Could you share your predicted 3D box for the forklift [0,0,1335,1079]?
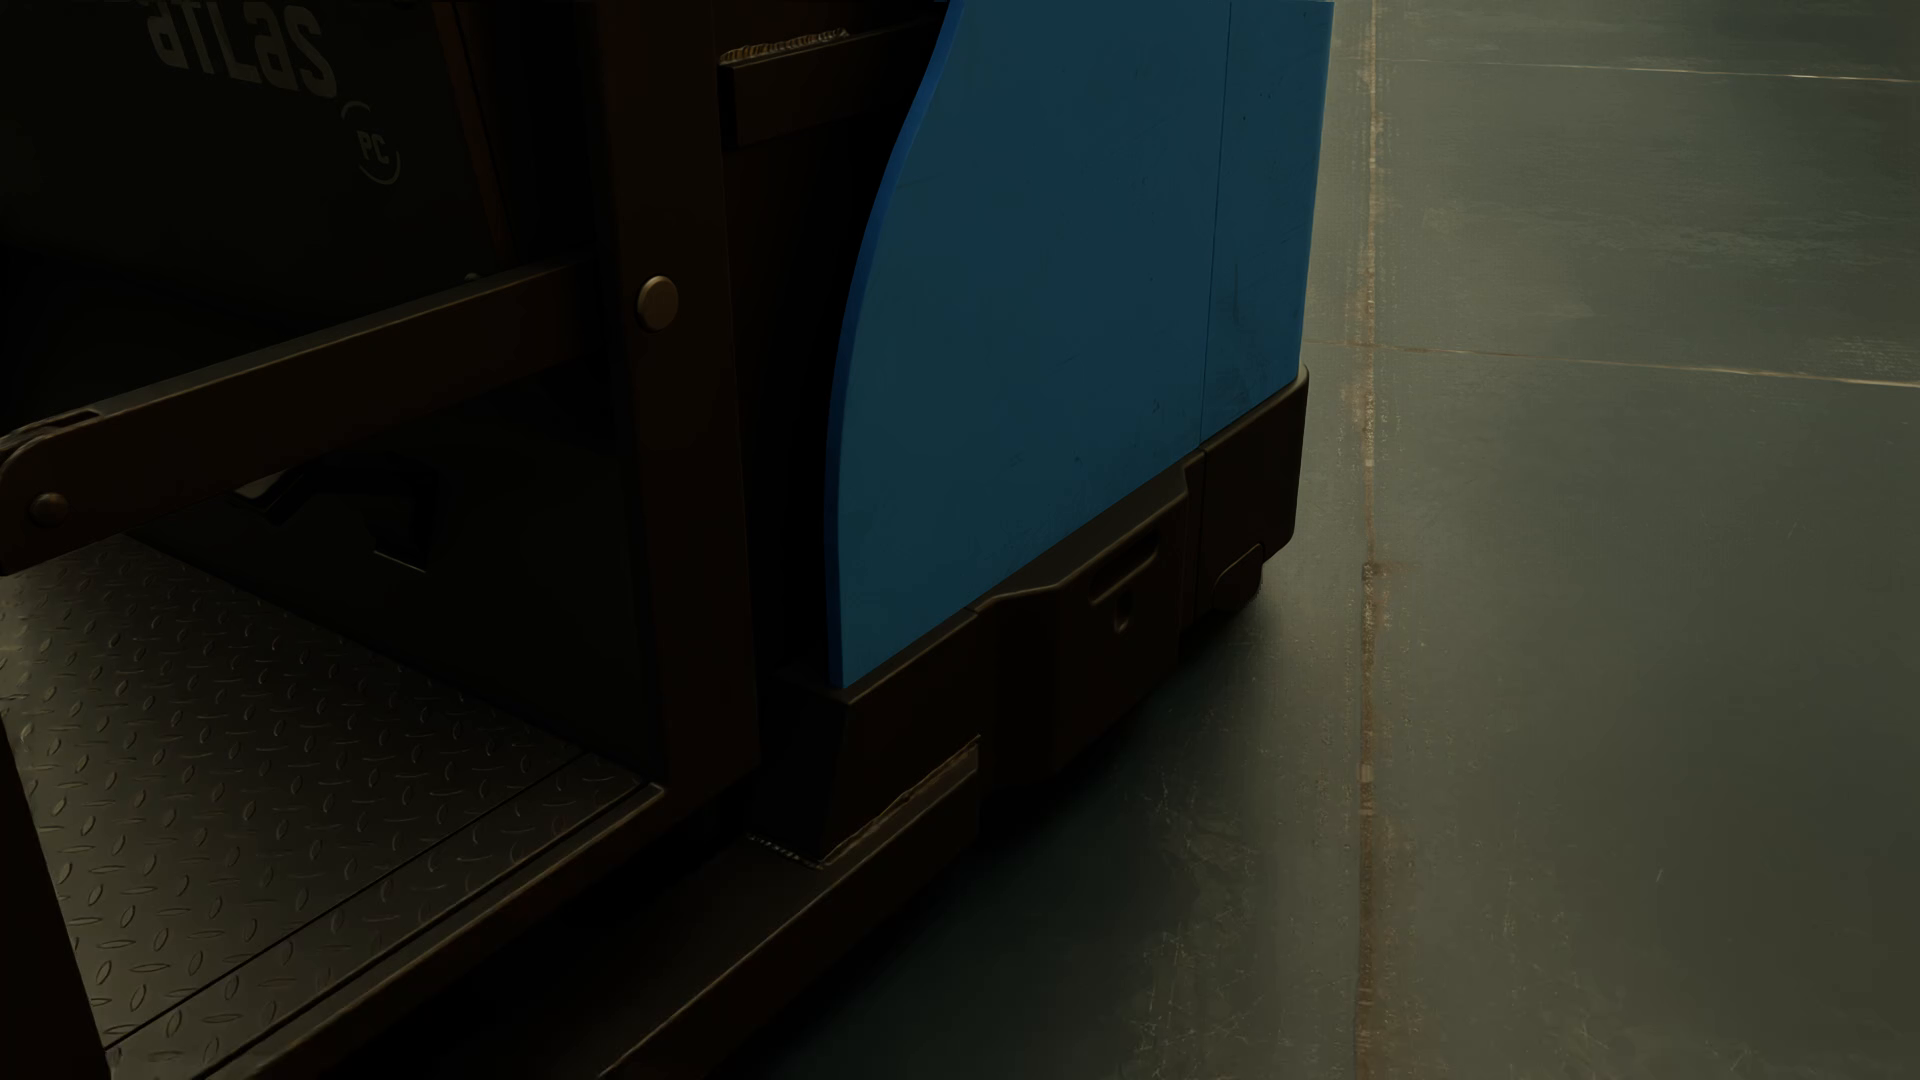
[{"bbox_3d":[-0.787,-0.858,0.948,1.130,2.935,3.031,18,32,31],"label":"forklift"}]
